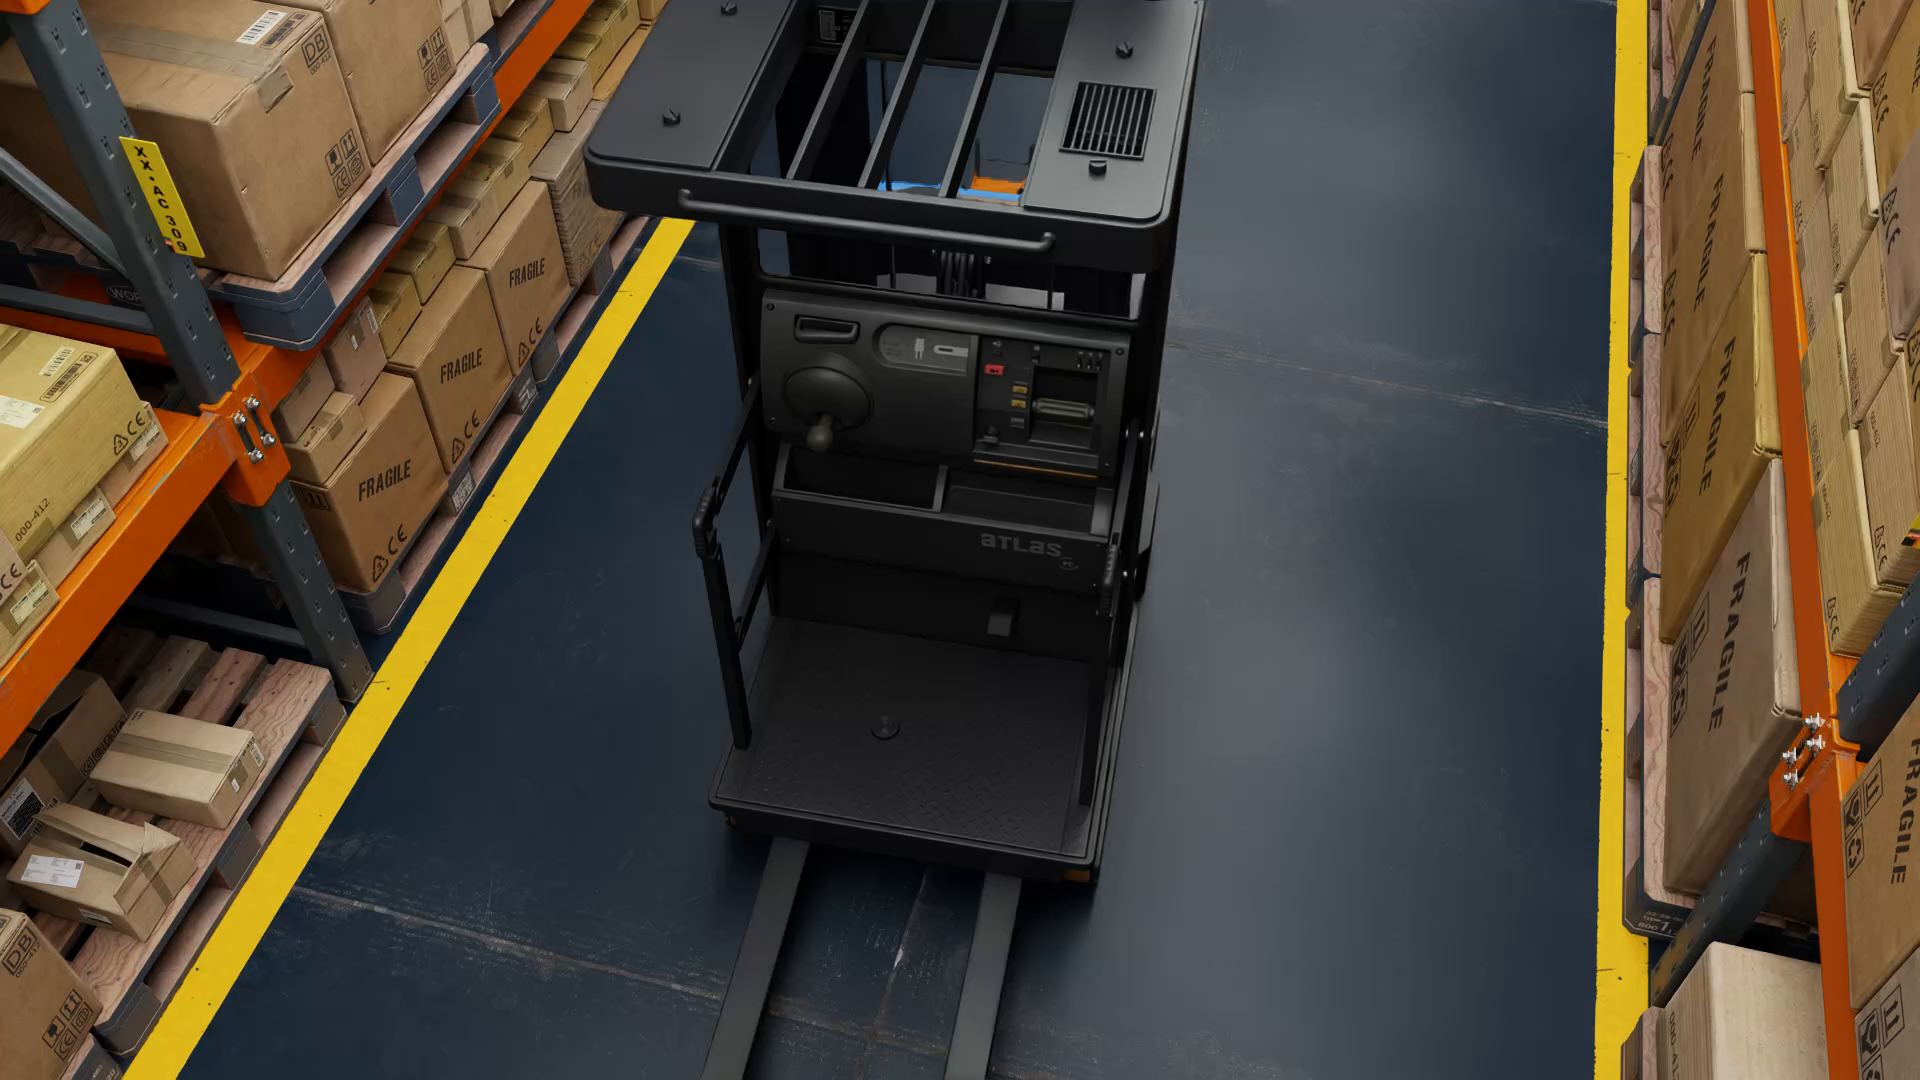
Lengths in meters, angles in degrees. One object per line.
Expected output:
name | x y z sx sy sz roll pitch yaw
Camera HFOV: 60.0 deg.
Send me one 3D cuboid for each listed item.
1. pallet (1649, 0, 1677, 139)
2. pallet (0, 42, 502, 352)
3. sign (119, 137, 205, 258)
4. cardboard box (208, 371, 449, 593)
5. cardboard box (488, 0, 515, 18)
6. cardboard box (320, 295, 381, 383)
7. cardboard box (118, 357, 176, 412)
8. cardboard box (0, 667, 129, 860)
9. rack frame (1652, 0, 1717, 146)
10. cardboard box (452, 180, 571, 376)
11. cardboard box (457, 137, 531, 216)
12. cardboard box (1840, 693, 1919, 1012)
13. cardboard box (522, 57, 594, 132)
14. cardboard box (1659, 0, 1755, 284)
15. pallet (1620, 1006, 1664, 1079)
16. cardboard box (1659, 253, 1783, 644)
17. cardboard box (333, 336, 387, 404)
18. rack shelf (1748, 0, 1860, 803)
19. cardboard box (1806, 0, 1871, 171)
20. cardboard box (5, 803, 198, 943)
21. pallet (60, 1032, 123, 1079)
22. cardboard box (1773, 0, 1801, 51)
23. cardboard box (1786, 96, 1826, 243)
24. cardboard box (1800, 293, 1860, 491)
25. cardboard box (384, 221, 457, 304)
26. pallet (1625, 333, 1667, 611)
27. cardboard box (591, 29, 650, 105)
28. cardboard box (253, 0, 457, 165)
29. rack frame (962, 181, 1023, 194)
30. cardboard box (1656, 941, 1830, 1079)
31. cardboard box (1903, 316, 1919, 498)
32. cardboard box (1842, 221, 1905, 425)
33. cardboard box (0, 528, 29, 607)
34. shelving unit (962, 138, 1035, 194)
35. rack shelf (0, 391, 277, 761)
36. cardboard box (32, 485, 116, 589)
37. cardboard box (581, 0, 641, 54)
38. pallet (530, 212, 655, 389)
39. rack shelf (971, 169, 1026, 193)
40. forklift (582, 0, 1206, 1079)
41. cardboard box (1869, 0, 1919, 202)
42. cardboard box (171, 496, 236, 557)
pallet | 3.665 -2.168 7.523 1.003 0.211 1.213 12 50 10
pallet | -2.069 -1.102 4.850 1.003 0.211 1.213 12 50 10
sign | -1.859 -0.794 3.873 0.100 0.325 0.005 12 50 10
cardboard box | -2.040 -0.227 5.337 0.500 0.500 0.500 14 50 12
cardboard box | -1.698 -2.030 5.194 0.700 0.500 0.500 11 50 10
cardboard box | -2.011 -0.639 5.069 0.380 0.149 0.250 9 49 8
cardboard box | -2.566 -0.459 5.109 0.380 0.149 0.250 10 49 9
cardboard box | -2.786 0.572 4.757 0.500 0.311 0.500 13 50 11
rack frame | 3.458 -2.526 5.979 1.000 3.000 0.127 12 50 10
cardboard box | -1.774 -0.974 5.996 0.500 0.500 0.500 10 49 9
cardboard box | -1.750 -1.300 5.851 0.380 0.149 0.250 13 50 11
cardboard box | 2.029 0.622 3.134 0.500 0.500 0.500 13 50 11
cardboard box | -1.593 -1.668 6.176 0.380 0.149 0.250 9 49 8
cardboard box | 3.196 -1.479 6.191 0.875 0.875 0.875 11 50 10
pallet | 2.130 1.825 3.999 1.003 0.211 1.213 12 50 10
cardboard box | 2.722 -0.188 5.052 0.875 0.875 0.875 13 50 11
cardboard box | -2.035 -0.559 5.197 0.380 0.149 0.250 10 49 9
rack shelf | 2.932 -0.841 4.972 1.077 0.370 4.000 12 50 10
cardboard box | 2.660 -1.228 4.600 0.500 0.250 0.500 12 50 11
cardboard box | -2.341 0.875 4.520 0.396 0.266 0.258 13 50 11
pallet | -2.885 1.695 4.113 1.003 0.211 1.213 12 50 10
cardboard box | 2.969 -1.797 5.436 0.500 0.250 0.500 10 49 9
cardboard box | 2.698 -1.061 4.786 0.500 0.250 0.500 12 50 10
cardboard box | 2.415 -0.325 4.137 0.500 0.250 0.500 11 49 10
cardboard box | -1.919 -0.947 5.540 0.380 0.149 0.250 11 49 9
pallet | 2.855 -0.168 5.758 1.003 0.211 1.213 12 50 10
cardboard box | -1.512 -1.727 6.661 0.500 0.500 0.500 14 50 12
cardboard box | -1.905 -1.462 4.693 0.700 0.500 0.500 12 50 10
rack frame | 0.104 -0.794 5.751 0.200 1.050 0.008 8 49 7
cardboard box | 2.137 1.509 3.846 0.875 0.438 0.875 11 49 9
cardboard box | 2.281 -0.369 3.342 0.500 0.500 0.500 13 50 11
cardboard box | 2.411 -0.478 3.938 0.500 0.250 0.500 13 50 11
cardboard box | -2.400 0.123 3.542 0.500 0.250 0.500 12 50 10
shelving unit | 0.127 -0.884 5.830 0.215 1.050 0.252 8 49 7
rack shelf | -2.911 1.075 3.280 1.077 0.370 4.000 12 50 10
cardboard box | -2.272 -0.053 3.964 0.380 0.149 0.250 13 50 11
cardboard box | -1.484 -2.055 6.517 0.380 0.149 0.250 13 50 11
pallet | -1.887 -1.168 6.640 1.003 0.211 1.213 12 50 10
rack shelf | 0.127 -1.065 5.625 0.215 0.259 0.240 8 49 7
forklift | -0.085 -0.279 4.041 1.130 2.935 3.031 8 49 7
cardboard box | 2.562 -1.108 3.994 0.500 0.500 0.500 13 50 11
cardboard box | -2.540 -0.335 5.432 0.500 0.500 0.500 11 50 10
